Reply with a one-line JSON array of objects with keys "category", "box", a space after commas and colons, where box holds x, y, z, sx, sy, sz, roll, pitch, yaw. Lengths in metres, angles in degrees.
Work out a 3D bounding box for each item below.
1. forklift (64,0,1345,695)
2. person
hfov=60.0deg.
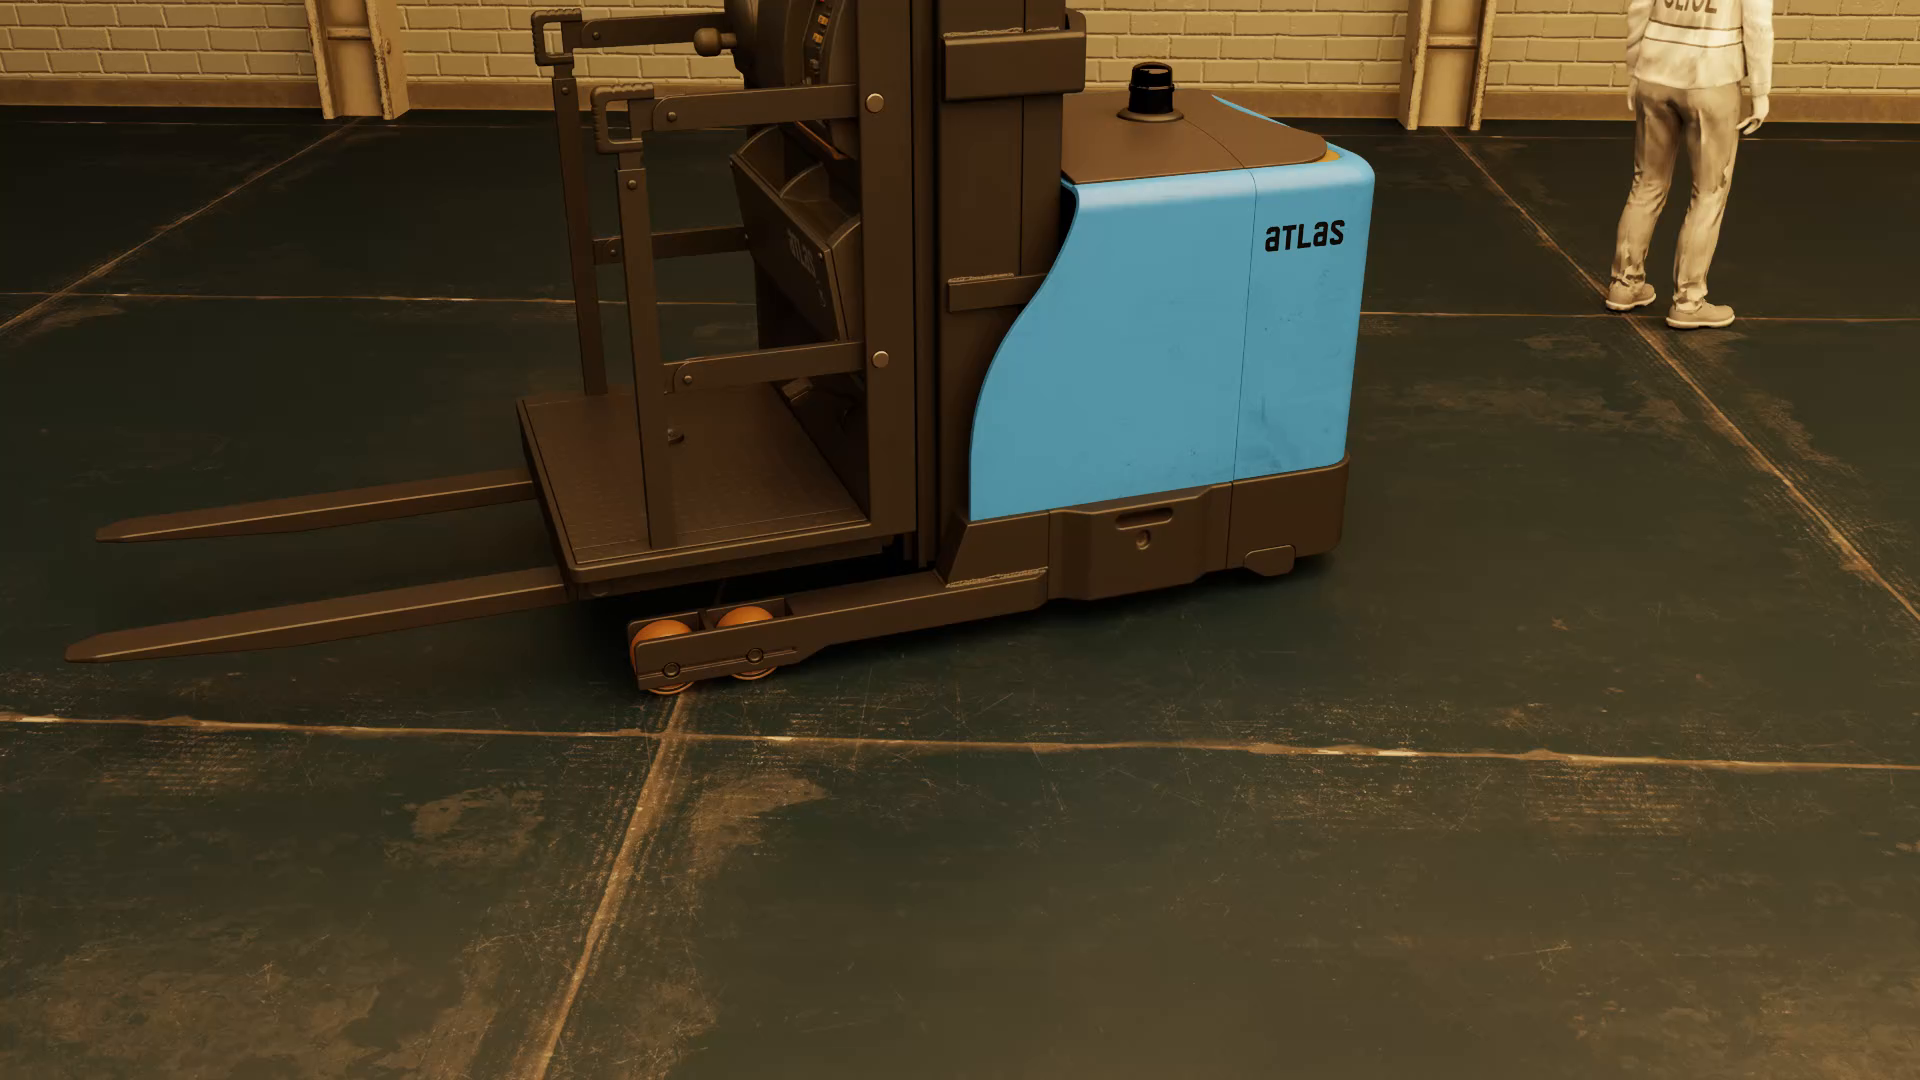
[{"category": "forklift", "box": [-0.575, -1.226, 3.694, 3.031, 2.935, 1.121, -9, 28, -17]}, {"category": "person", "box": [2.596, -1.603, 5.892, 0.374, 1.664, 0.541, -18, 32, -32]}]
